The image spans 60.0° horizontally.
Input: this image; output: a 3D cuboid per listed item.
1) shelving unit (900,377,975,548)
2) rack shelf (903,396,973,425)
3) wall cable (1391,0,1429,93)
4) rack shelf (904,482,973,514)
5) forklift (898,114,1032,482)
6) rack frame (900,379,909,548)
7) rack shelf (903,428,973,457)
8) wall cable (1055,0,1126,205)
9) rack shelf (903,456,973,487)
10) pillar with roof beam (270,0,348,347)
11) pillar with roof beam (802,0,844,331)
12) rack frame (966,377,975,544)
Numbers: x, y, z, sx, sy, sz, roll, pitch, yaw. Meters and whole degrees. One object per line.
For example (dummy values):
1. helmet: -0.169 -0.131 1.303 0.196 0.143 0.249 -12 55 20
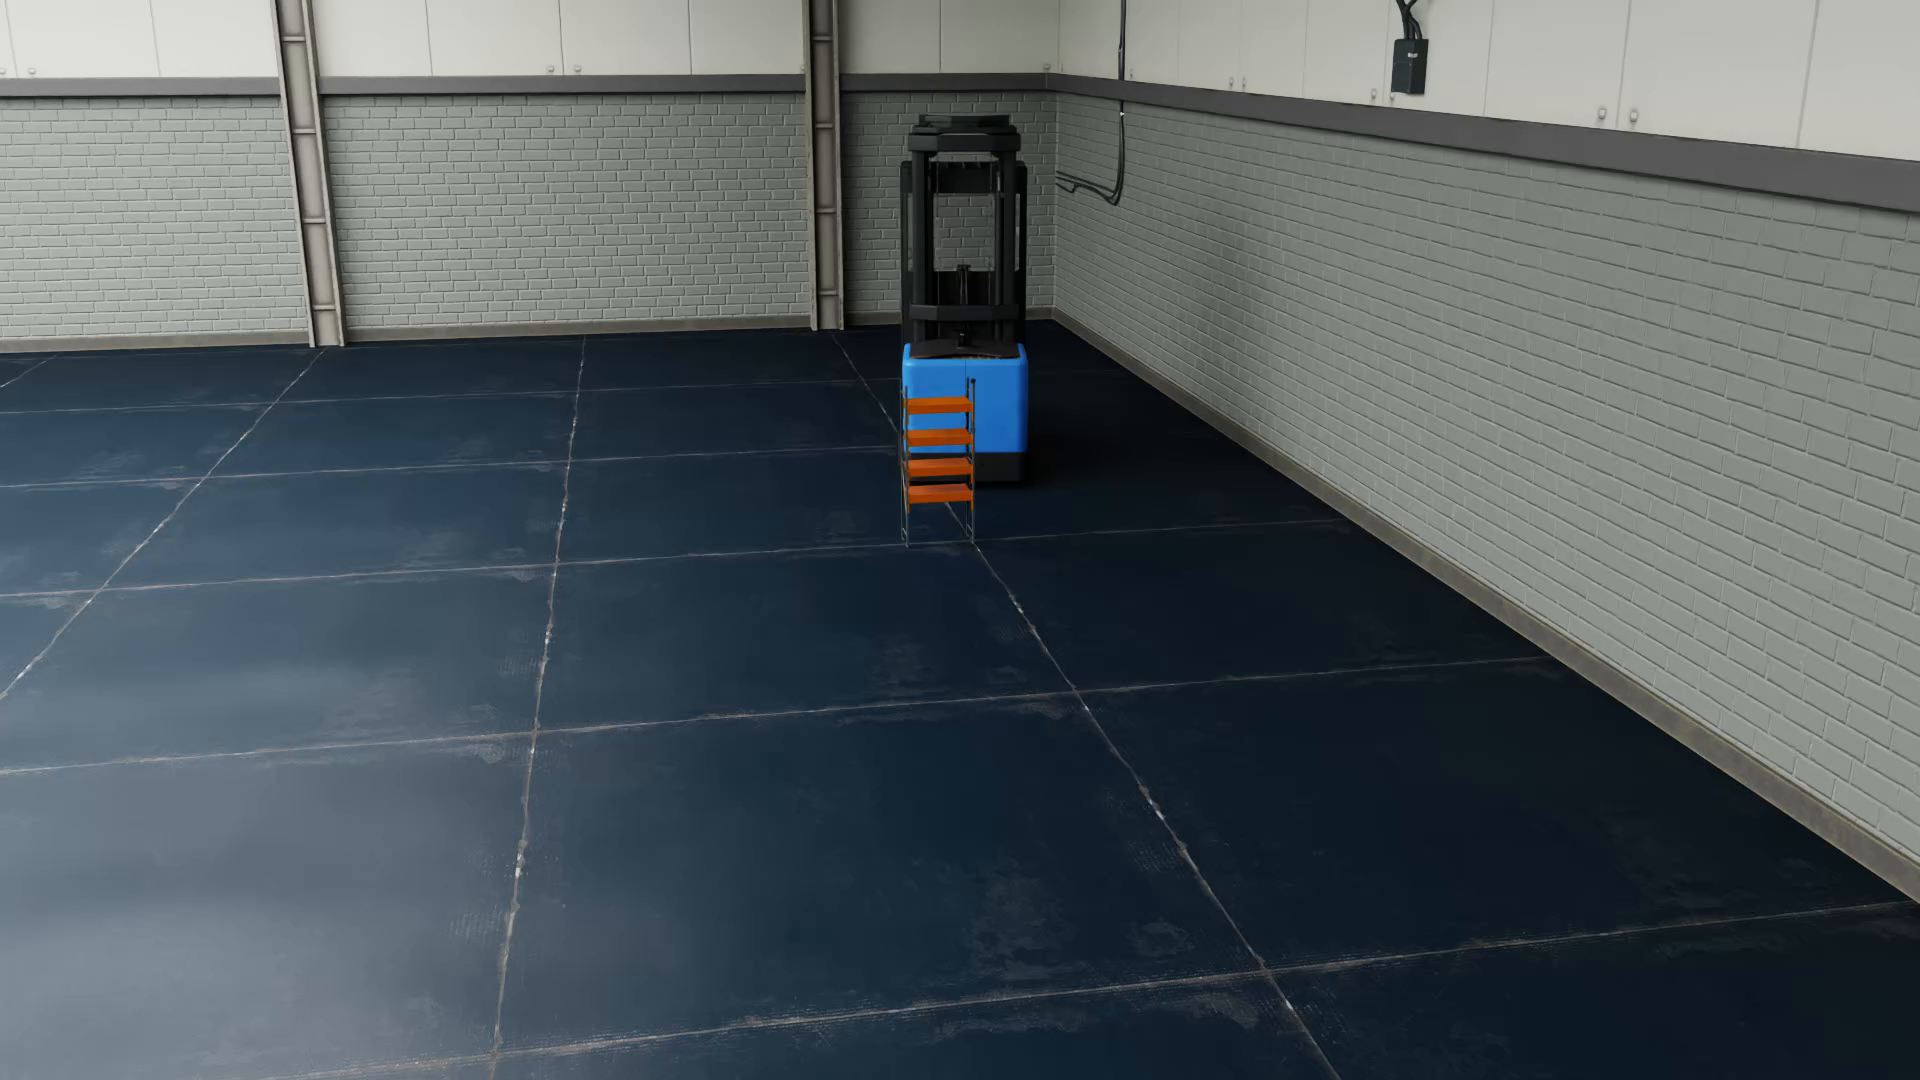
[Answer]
1. shelving unit: -0.163 -0.564 12.106 0.503 1.200 0.258 -3 17 -10
2. rack shelf: -0.163 -0.940 11.990 0.480 0.148 0.258 -3 17 -10
3. wall cable: 3.249 -5.657 9.612 0.169 6.003 2.305 -3 17 -10
4. rack shelf: -0.163 -0.310 12.184 0.480 0.148 0.258 -3 17 -10
5. forklift: 0.027 -2.257 14.667 1.130 2.935 3.031 0 17 -1
6. rack frame: -0.402 -0.551 12.061 0.015 1.200 0.240 -3 17 -10
7. rack shelf: -0.163 -0.714 12.060 0.480 0.148 0.258 -3 17 -10
8. wall cable: 1.464 -5.285 19.481 0.112 2.526 3.097 -3 17 -10
9. rack shelf: -0.163 -0.500 12.125 0.480 0.148 0.258 -3 17 -10
10. pillar with roof beam: -6.754 -5.411 14.603 0.400 9.000 9.100 -3 17 -10
11. pillar with roof beam: -0.863 -5.745 15.691 0.400 9.000 9.100 -3 17 -10
12. rack frame: 0.077 -0.578 12.150 0.015 1.200 0.240 -3 17 -10
